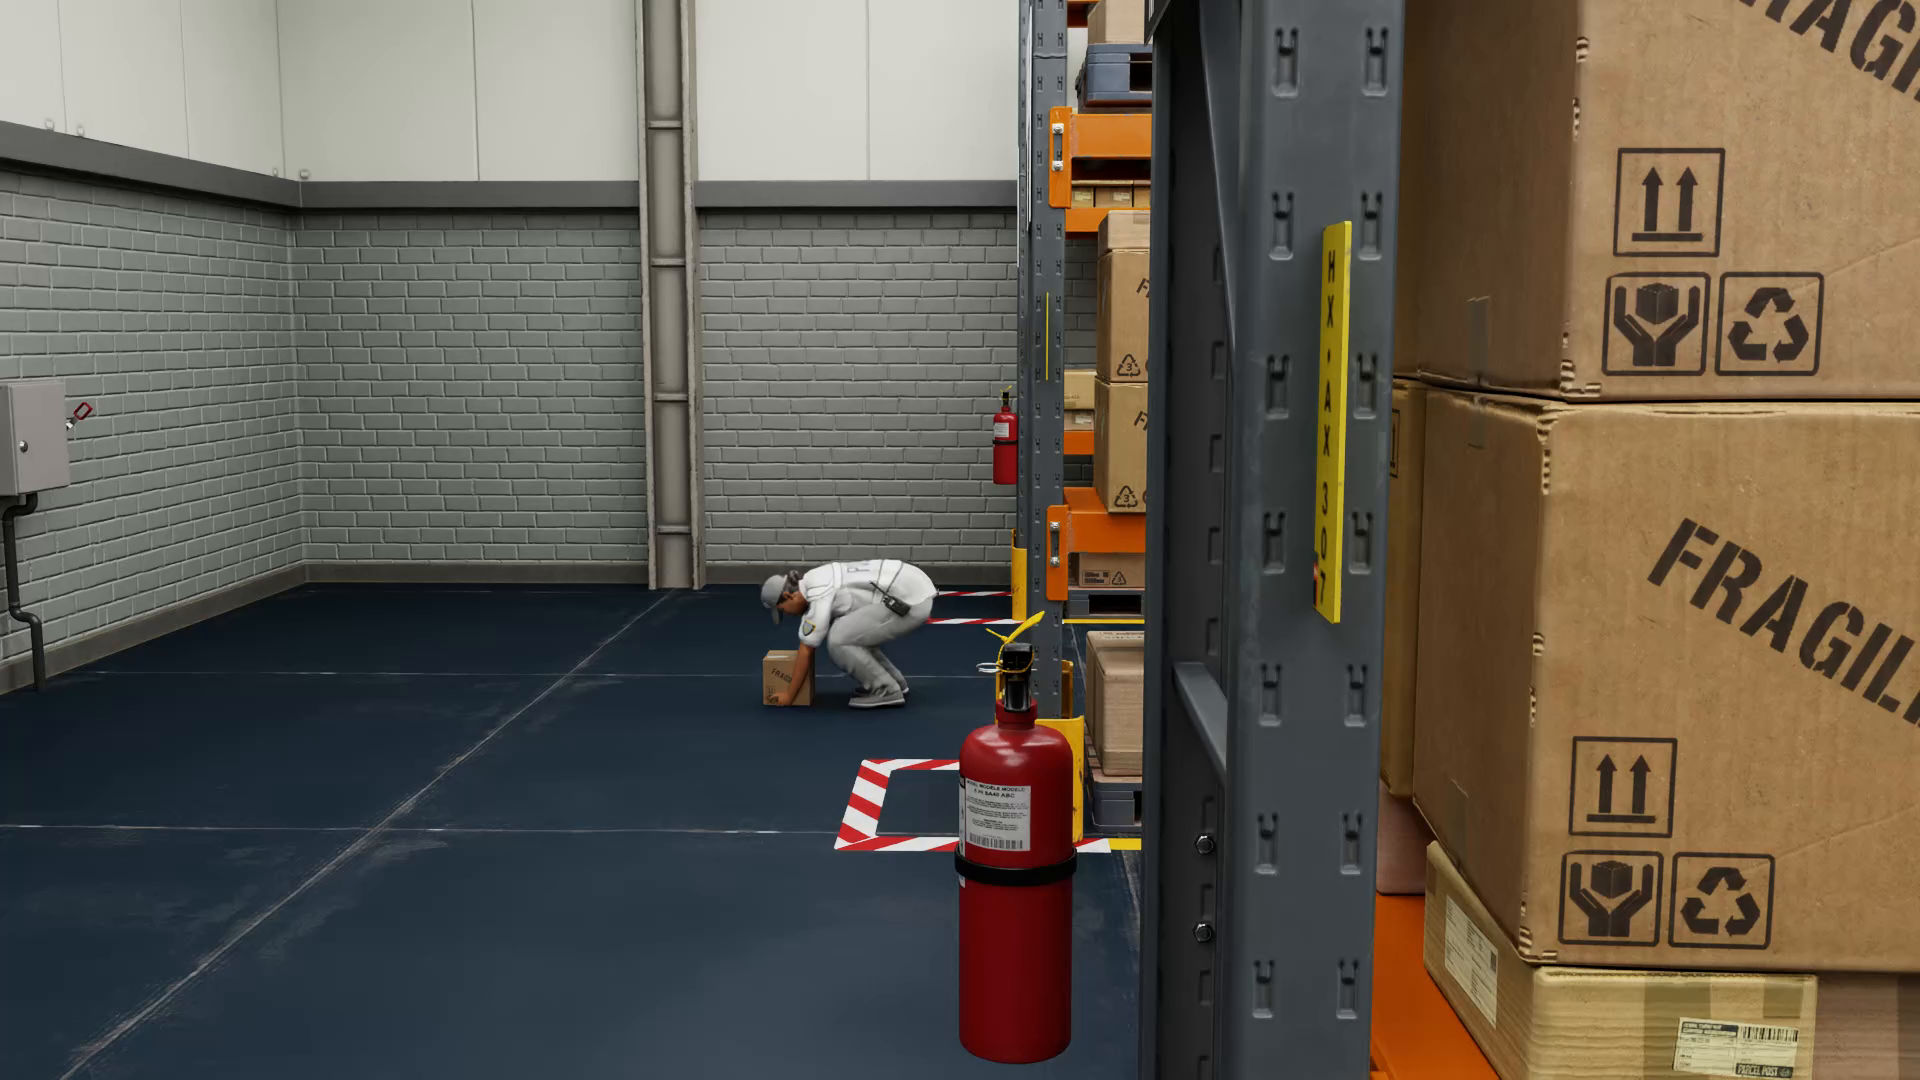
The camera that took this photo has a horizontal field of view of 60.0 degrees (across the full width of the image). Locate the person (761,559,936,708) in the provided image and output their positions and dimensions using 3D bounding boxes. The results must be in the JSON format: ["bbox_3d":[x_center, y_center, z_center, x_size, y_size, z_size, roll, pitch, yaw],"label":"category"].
[{"bbox_3d":[-0.597,0.500,8.954,0.942,0.784,0.513,0,7,0],"label":"person"}]
